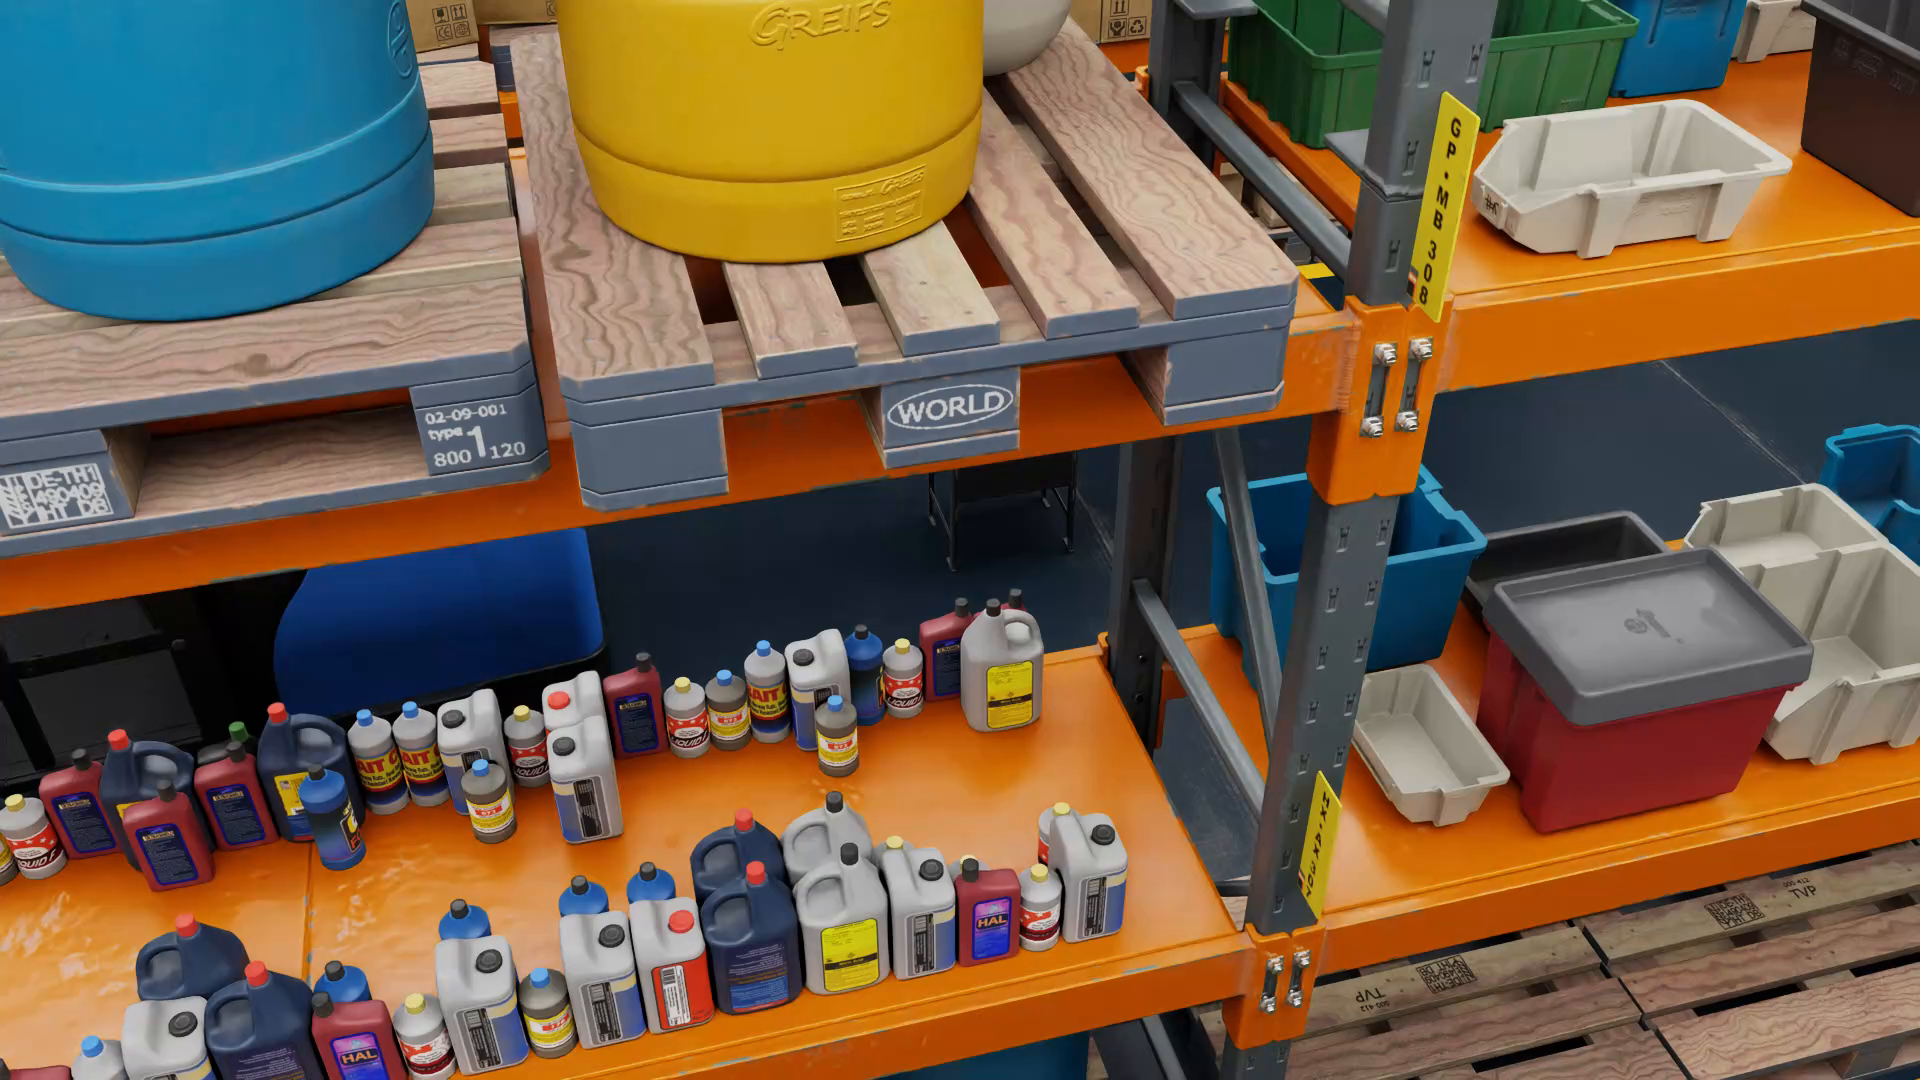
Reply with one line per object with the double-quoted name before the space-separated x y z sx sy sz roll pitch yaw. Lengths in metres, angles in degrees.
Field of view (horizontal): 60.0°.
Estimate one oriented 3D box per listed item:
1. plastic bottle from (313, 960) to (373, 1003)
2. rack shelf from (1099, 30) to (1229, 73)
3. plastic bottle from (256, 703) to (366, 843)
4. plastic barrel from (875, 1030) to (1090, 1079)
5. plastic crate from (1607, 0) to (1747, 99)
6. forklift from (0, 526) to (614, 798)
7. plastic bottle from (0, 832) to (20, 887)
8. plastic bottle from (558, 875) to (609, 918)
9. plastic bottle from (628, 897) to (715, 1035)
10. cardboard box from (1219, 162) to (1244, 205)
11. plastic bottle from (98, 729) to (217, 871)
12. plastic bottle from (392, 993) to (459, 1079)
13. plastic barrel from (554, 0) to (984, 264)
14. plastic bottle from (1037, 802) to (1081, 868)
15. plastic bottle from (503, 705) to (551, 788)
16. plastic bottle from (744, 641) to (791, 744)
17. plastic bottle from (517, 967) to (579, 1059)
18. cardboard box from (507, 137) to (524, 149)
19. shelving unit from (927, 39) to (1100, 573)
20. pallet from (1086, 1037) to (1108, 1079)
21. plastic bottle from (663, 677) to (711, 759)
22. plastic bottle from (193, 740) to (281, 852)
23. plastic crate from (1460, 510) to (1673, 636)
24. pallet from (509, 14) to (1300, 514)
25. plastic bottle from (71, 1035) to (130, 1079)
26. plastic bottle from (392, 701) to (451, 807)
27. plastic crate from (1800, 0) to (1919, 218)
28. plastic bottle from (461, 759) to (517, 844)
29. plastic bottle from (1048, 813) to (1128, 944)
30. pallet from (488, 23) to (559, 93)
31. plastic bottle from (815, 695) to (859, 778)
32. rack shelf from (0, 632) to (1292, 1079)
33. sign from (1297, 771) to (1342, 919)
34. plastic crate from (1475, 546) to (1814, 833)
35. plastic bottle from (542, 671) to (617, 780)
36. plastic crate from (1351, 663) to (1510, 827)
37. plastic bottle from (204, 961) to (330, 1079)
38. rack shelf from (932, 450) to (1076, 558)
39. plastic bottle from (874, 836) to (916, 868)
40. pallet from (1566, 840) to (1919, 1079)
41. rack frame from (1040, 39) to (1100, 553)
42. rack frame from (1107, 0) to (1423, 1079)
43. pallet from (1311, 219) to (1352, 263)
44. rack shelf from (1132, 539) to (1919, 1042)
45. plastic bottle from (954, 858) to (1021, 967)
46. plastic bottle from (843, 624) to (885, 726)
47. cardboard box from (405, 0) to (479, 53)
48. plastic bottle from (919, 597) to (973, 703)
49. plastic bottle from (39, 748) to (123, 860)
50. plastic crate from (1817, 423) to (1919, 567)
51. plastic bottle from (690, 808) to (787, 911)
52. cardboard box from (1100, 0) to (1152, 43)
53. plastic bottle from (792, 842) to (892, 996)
"plastic bottle" -1.176 0.908 3.201 0.097 0.271 0.097 0 37 0
"rack shelf" 1.206 -2.548 8.205 4.000 0.370 1.077 -9 38 -12
"plastic bottle" -1.444 0.496 3.674 0.185 0.351 0.144 -9 38 -12
"plastic barrel" 0.034 1.132 4.183 0.708 0.901 0.600 -9 38 -12
"plastic crate" 1.359 -1.068 3.346 0.300 0.233 0.416 -9 38 -12
"forklift" -2.798 -0.506 5.000 3.031 2.935 1.130 -13 39 -16
"plastic bottle" -2.116 0.650 3.594 0.097 0.201 0.097 0 37 0
"plastic bottle" -0.753 0.781 3.366 0.097 0.271 0.097 0 37 0
"plastic bottle" -0.572 0.828 3.301 0.135 0.276 0.152 -9 38 -12
"cardboard box" 1.088 -2.001 8.590 0.637 0.503 0.797 -9 38 -12
"plastic bottle" -1.751 0.546 3.608 0.185 0.351 0.144 -9 38 -12
"plastic bottle" -1.031 0.950 3.203 0.097 0.201 0.097 0 37 0
"plastic barrel" -0.265 -0.780 2.332 0.600 0.588 0.600 0 37 0
"plastic bottle" 0.217 0.650 3.596 0.097 0.201 0.097 0 37 0
"plastic bottle" -0.996 0.467 3.835 0.097 0.201 0.097 0 37 0
"plastic bottle" -0.455 0.350 3.929 0.097 0.271 0.097 0 37 0
"plastic bottle" -0.807 0.913 3.251 0.097 0.201 0.097 0 37 0
"cardboard box" -2.220 -1.905 7.849 0.500 0.250 0.500 -9 38 -12
"shelving unit" 0.160 -0.860 6.146 0.503 2.100 0.431 -9 38 -12
"pallet" -0.192 1.594 4.492 1.213 0.211 1.003 -9 38 -12
"plastic bottle" -0.643 0.409 3.910 0.097 0.201 0.097 0 37 0
"plastic bottle" -1.592 0.559 3.647 0.133 0.283 0.061 -9 38 -12
"plastic crate" 1.574 0.139 4.276 0.590 0.125 0.437 -9 38 -12
"pallet" -0.168 -0.546 2.682 1.003 0.211 1.213 -9 38 -12
"plastic bottle" -1.562 1.009 3.068 0.097 0.271 0.097 0 37 0
"plastic bottle" -1.220 0.476 3.765 0.097 0.271 0.097 0 37 0
"plastic crate" 1.834 -0.787 2.948 0.590 0.269 0.497 -9 38 -12
"plastic bottle" -1.050 0.571 3.698 0.097 0.201 0.097 0 37 0
"plastic bottle" 0.267 0.690 3.481 0.135 0.276 0.152 -9 38 -12
"pallet" -1.524 -2.378 7.548 1.213 0.211 1.003 -9 38 -12
"plastic bottle" -0.286 0.446 3.862 0.097 0.201 0.097 0 37 0
"rack shelf" -1.367 0.991 3.577 4.000 0.370 1.077 -9 38 -12
"sign" 0.705 0.602 3.267 0.005 0.325 0.100 -9 38 -12
"plastic crate" 1.491 0.345 3.728 0.583 0.464 0.402 -9 38 -12
"plastic bottle" -0.877 0.435 3.815 0.135 0.276 0.152 -9 38 -12
"plastic crate" 1.050 0.480 3.822 0.243 0.136 0.396 -9 38 -12
"plastic bottle" -1.302 0.920 3.118 0.185 0.351 0.144 -9 38 -12
"rack shelf" 0.160 -0.293 6.580 0.480 0.518 0.431 -9 38 -12
"plastic bottle" -0.136 0.707 3.520 0.097 0.201 0.097 0 37 0
"pallet" 2.443 1.162 5.058 1.213 0.211 1.003 -9 38 -12
"rack frame" 0.395 -0.899 6.197 0.015 2.100 0.400 -9 38 -12
"rack frame" 0.563 0.389 3.773 0.127 3.000 1.000 -9 38 -12
"pallet" 2.294 -1.904 9.066 1.213 0.211 1.003 -9 38 -12
"rack shelf" 2.494 0.358 4.406 4.000 0.370 1.077 -9 38 -12
"plastic bottle" 0.056 0.751 3.396 0.133 0.283 0.061 -9 38 -12
"plastic bottle" -0.231 0.313 3.977 0.097 0.271 0.097 0 37 0
"cardboard box" -2.414 -2.408 7.001 0.500 0.500 0.700 -19 41 -23
"plastic bottle" -0.031 0.264 4.032 0.133 0.283 0.061 -9 38 -12
"plastic bottle" -1.916 0.573 3.628 0.133 0.283 0.061 -9 38 -12
"plastic crate" 2.540 -0.100 4.500 0.300 0.233 0.416 -9 38 -12
"plastic bottle" -0.455 0.691 3.419 0.185 0.351 0.144 -9 38 -12
"cardboard box" 0.816 -2.639 7.648 0.500 0.500 0.500 -10 38 -12
"plastic bottle" -0.239 0.746 3.347 0.185 0.351 0.144 -9 38 -12
